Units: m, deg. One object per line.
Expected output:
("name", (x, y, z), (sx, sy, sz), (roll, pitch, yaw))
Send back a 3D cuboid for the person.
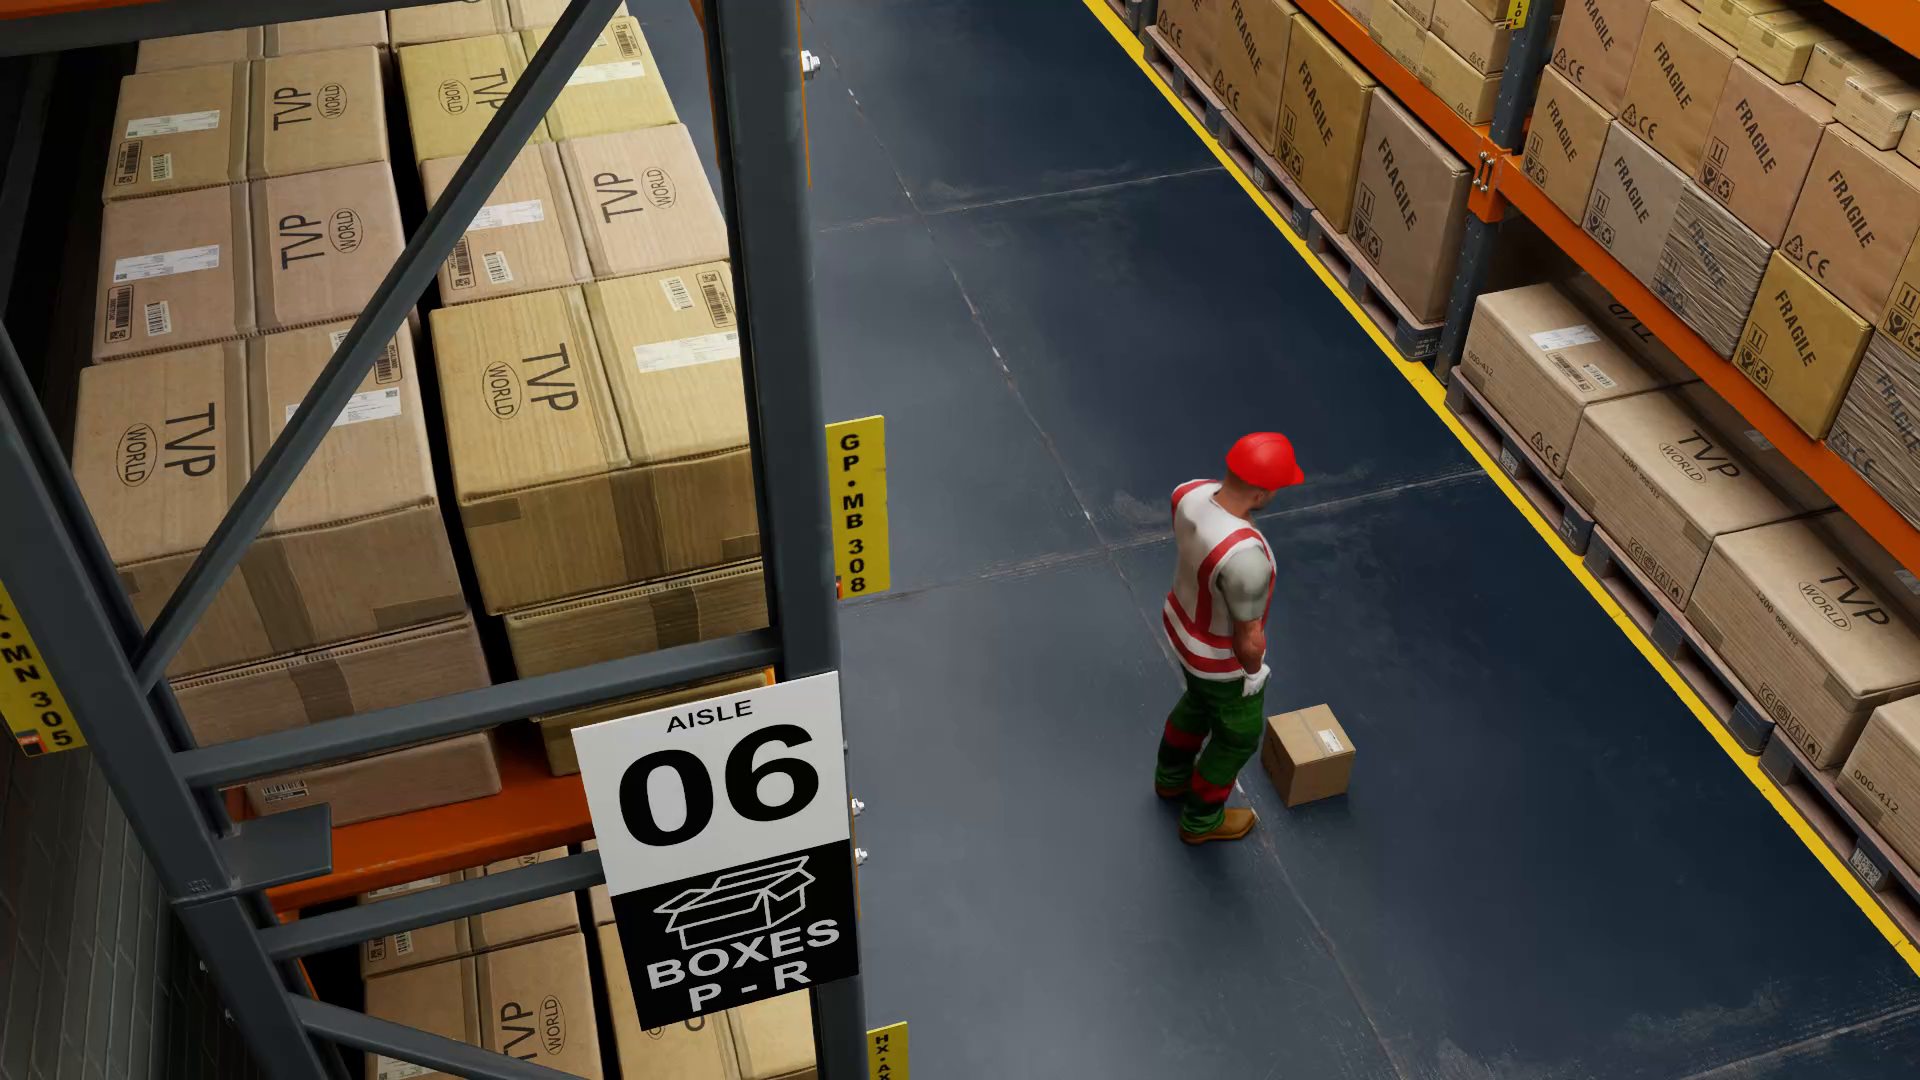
("person", (0.911, 0.342, 5.780), (0.400, 1.763, 0.535), (-11, 43, -12))
